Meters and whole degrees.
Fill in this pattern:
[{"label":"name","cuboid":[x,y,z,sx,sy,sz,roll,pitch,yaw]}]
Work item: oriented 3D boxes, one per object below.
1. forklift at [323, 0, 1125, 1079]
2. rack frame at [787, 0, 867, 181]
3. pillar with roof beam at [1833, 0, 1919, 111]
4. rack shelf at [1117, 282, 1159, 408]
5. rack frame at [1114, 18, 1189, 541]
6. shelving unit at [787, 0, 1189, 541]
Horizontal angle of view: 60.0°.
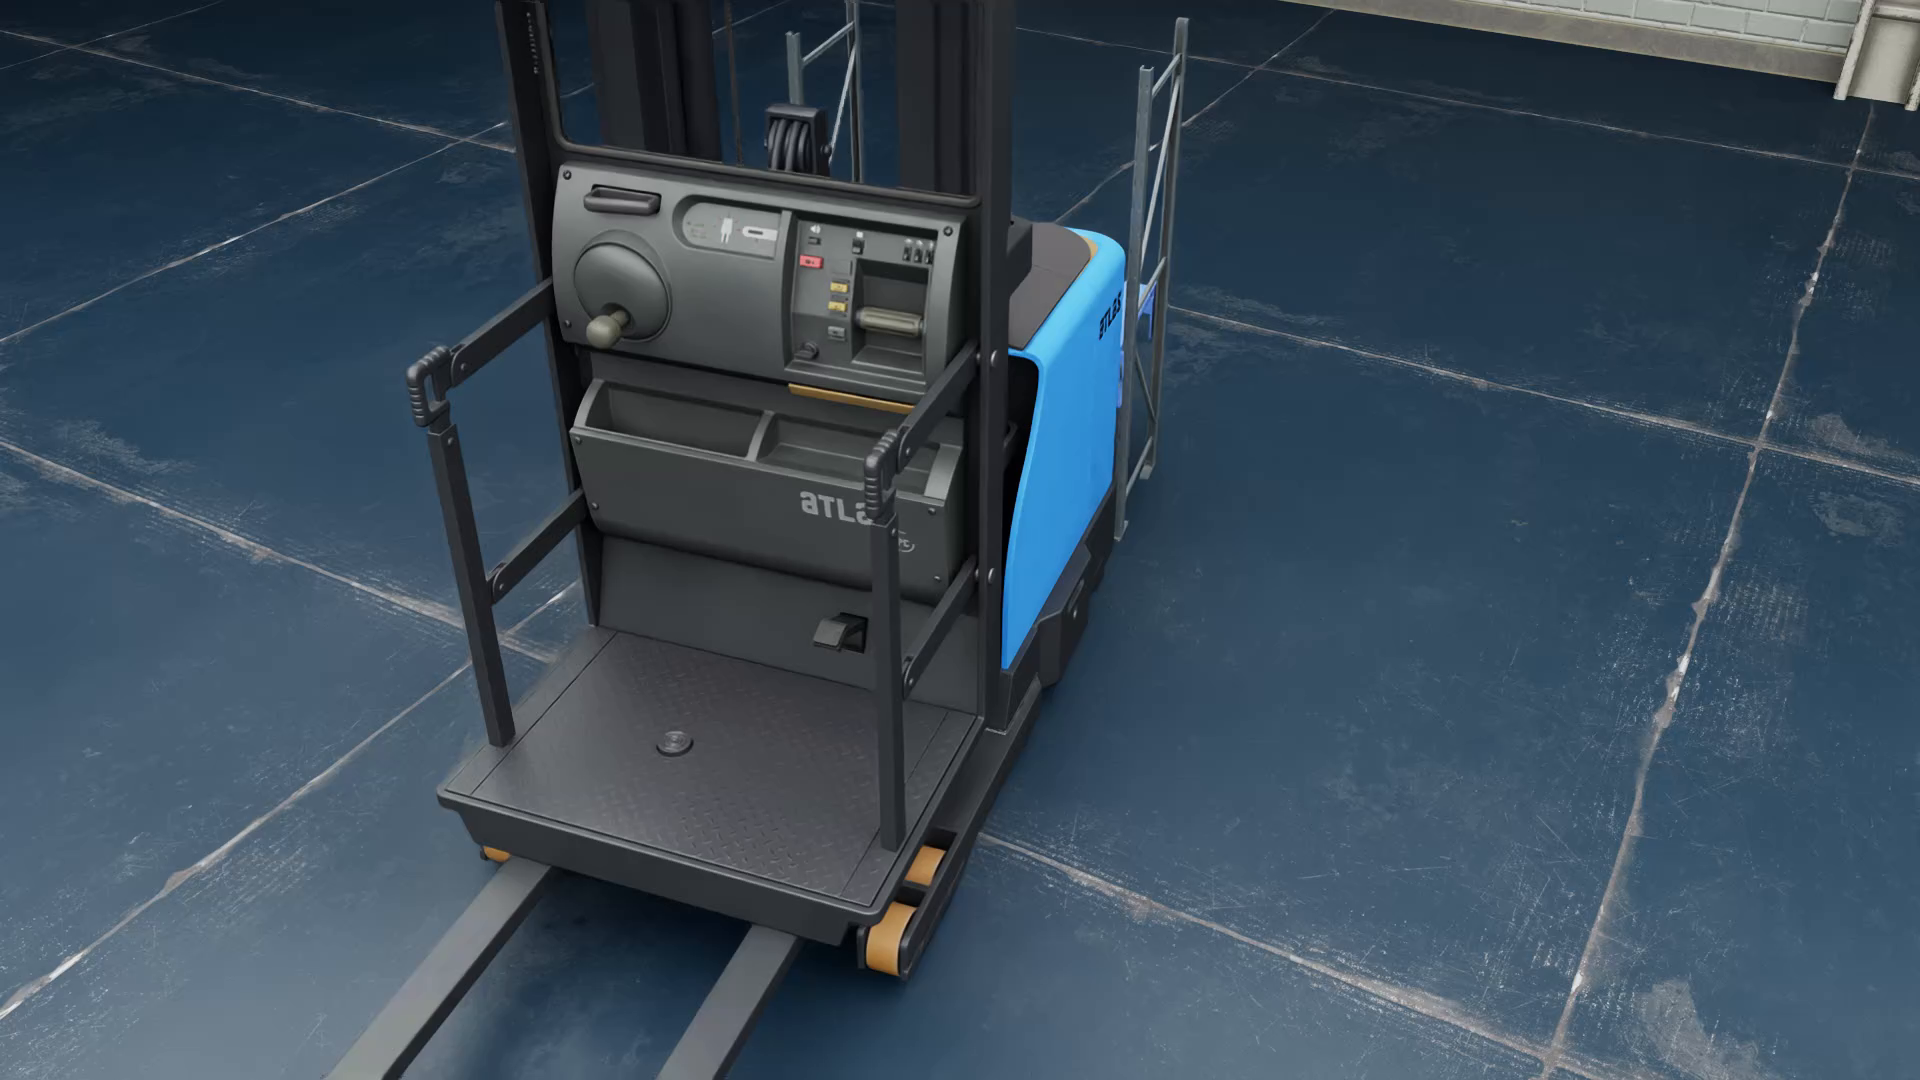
[{"label":"forklift","cuboid":[-0.517,-0.495,3.350,1.130,2.935,3.031,12,35,17]},{"label":"rack frame","cuboid":[-0.396,-0.932,5.296,0.032,1.500,0.500,10,35,15]},{"label":"pillar with roof beam","cuboid":[2.697,-4.013,3.157,0.400,9.000,9.100,18,37,24]},{"label":"rack shelf","cuboid":[0.087,-0.694,5.263,1.000,0.185,0.538,10,35,15]},{"label":"rack frame","cuboid":[0.569,-0.755,5.030,0.032,1.500,0.500,10,35,15]},{"label":"shelving unit","cuboid":[0.087,-0.843,5.163,1.048,1.500,0.538,10,35,15]}]
